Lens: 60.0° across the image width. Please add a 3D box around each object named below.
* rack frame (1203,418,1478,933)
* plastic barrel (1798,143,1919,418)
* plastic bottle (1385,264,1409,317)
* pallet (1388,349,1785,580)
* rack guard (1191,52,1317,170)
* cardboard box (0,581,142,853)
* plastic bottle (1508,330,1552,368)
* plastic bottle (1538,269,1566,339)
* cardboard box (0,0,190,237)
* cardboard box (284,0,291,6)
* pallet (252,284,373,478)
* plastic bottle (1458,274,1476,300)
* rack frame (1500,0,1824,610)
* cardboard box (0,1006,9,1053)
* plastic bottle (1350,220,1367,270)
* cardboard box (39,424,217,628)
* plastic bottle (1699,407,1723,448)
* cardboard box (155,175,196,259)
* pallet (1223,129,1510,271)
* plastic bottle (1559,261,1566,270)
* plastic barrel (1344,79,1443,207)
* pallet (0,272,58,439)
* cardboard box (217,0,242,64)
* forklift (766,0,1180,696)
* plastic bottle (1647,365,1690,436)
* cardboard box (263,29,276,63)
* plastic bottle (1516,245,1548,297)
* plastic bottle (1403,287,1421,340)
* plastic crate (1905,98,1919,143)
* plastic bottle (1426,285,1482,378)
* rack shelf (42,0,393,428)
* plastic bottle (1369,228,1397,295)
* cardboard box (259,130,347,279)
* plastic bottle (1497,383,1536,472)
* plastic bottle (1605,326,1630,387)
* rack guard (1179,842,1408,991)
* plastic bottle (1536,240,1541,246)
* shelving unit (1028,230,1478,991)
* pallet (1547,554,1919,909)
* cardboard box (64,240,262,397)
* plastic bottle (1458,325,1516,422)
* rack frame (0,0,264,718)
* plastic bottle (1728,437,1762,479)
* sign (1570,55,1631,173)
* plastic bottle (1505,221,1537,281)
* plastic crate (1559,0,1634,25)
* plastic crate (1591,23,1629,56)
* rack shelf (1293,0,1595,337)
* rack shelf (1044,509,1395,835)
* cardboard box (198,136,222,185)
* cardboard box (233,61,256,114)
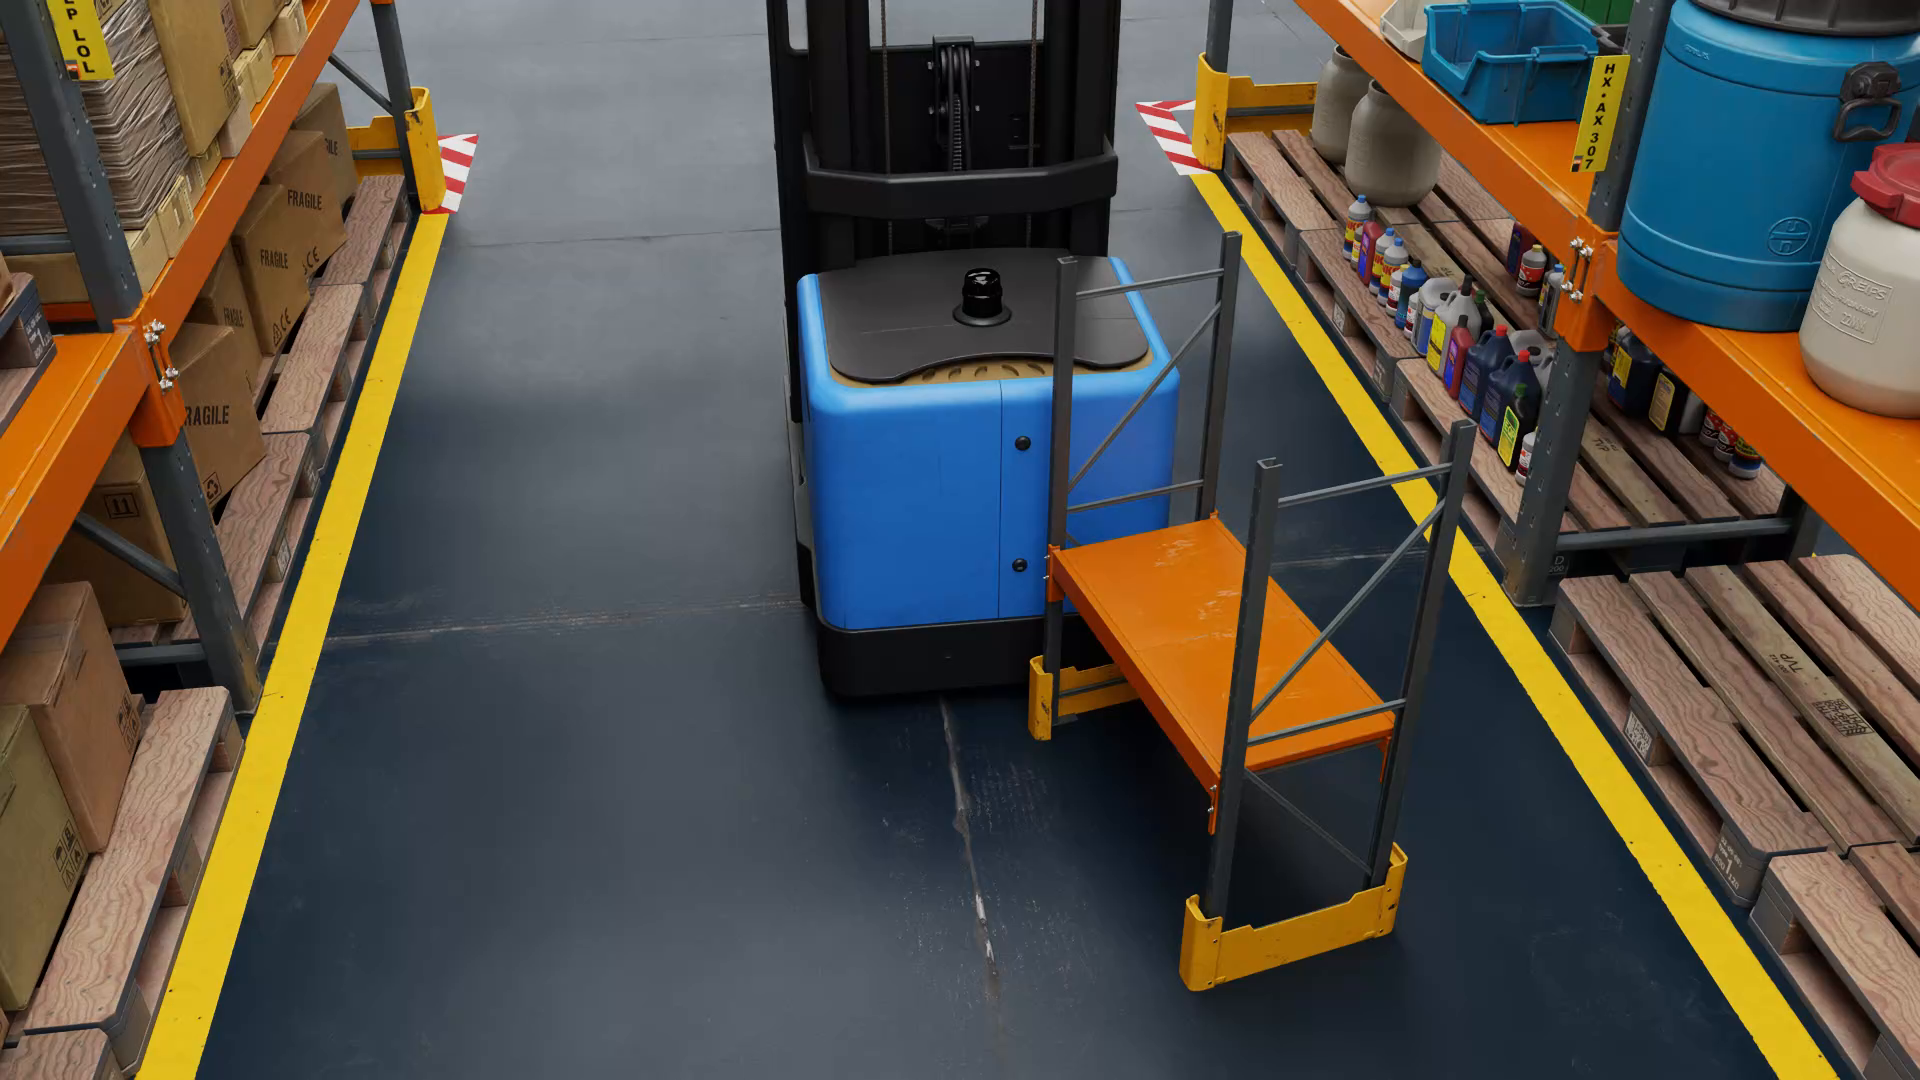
[{"bbox_3d":[0.831,0.422,3.799,0.500,1.500,0.032,-12,36,-17],"label":"rack frame"},{"bbox_3d":[2.207,-0.589,3.830,0.433,0.535,0.433,0,34,0],"label":"plastic barrel"},{"bbox_3d":[1.766,-1.003,6.653,0.097,0.201,0.097,0,34,0],"label":"plastic bottle"},{"bbox_3d":[2.247,-0.309,6.016,1.003,0.211,1.213,-4,35,-6],"label":"pallet"},{"bbox_3d":[1.815,-2.244,8.598,1.175,0.500,0.348,-4,35,-6],"label":"rack guard"},{"bbox_3d":[-2.551,0.487,4.200,0.700,0.500,0.500,-7,35,-10],"label":"cardboard box"},{"bbox_3d":[2.042,-0.609,6.009,0.152,0.276,0.135,-4,35,-6],"label":"plastic bottle"},{"bbox_3d":[2.373,-0.939,6.492,0.152,0.276,0.135,-4,35,-6],"label":"plastic bottle"},{"bbox_3d":[-2.611,-1.128,4.389,0.875,0.500,0.500,-4,35,-6],"label":"cardboard box"},{"bbox_3d":[-2.892,-2.243,6.025,0.875,0.500,0.500,-4,35,-6],"label":"cardboard box"},{"bbox_3d":[-2.905,-0.610,6.458,1.003,0.211,1.213,-4,35,-6],"label":"pallet"},{"bbox_3d":[1.942,-0.867,6.380,0.061,0.283,0.133,-4,35,-6],"label":"plastic bottle"},{"bbox_3d":[2.296,-1.083,4.676,1.000,3.000,0.127,-4,35,-6],"label":"rack frame"},{"bbox_3d":[-2.429,1.067,3.350,0.700,0.500,0.500,-7,35,-10],"label":"cardboard box"},{"bbox_3d":[1.707,-1.248,7.012,0.097,0.201,0.097,0,34,0],"label":"plastic bottle"},{"bbox_3d":[-2.626,-0.075,5.043,0.500,0.500,0.500,-5,35,-8],"label":"cardboard box"},{"bbox_3d":[2.660,-0.433,5.816,0.097,0.201,0.097,0,34,0],"label":"plastic bottle"},{"bbox_3d":[-2.363,-0.888,4.612,0.380,0.149,0.250,-4,35,-6],"label":"cardboard box"},{"bbox_3d":[1.919,-1.671,8.014,1.003,0.211,1.213,-4,35,-6],"label":"pallet"},{"bbox_3d":[2.491,-1.099,6.660,0.144,0.351,0.185,-3,34,-4],"label":"plastic bottle"},{"bbox_3d":[1.990,-1.820,7.593,0.421,0.512,0.421,0,34,0],"label":"plastic barrel"},{"bbox_3d":[-2.653,-0.191,3.538,1.003,0.211,1.213,-4,35,-6],"label":"pallet"},{"bbox_3d":[-2.810,-1.681,5.201,0.875,0.500,0.500,-4,35,-6],"label":"cardboard box"},{"bbox_3d":[-0.081,-1.563,5.441,1.130,2.935,3.031,-4,34,-6],"label":"forklift"},{"bbox_3d":[2.512,-0.524,5.876,0.061,0.283,0.133,-4,35,-6],"label":"plastic bottle"},{"bbox_3d":[-2.636,-1.719,5.832,0.380,0.149,0.250,-4,35,-6],"label":"cardboard box"},{"bbox_3d":[2.344,-1.109,6.808,0.097,0.201,0.097,0,34,0],"label":"plastic bottle"},{"bbox_3d":[1.794,-0.888,6.484,0.097,0.201,0.097,0,34,0],"label":"plastic bottle"},{"bbox_3d":[2.664,-0.863,4.295,0.402,0.464,0.583,-4,35,-6],"label":"plastic crate"},{"bbox_3d":[1.855,-0.795,6.215,0.144,0.351,0.185,-5,35,-7],"label":"plastic bottle"},{"bbox_3d":[-2.881,-1.527,5.966,1.077,0.370,4.000,-4,35,-6],"label":"rack shelf"},{"bbox_3d":[1.739,-1.143,6.796,0.097,0.271,0.097,0,34,0],"label":"plastic bottle"},{"bbox_3d":[-2.968,-1.400,6.988,0.500,0.500,0.500,4,35,6],"label":"cardboard box"},{"bbox_3d":[1.905,-0.386,5.674,0.061,0.283,0.133,-3,34,-4],"label":"plastic bottle"},{"bbox_3d":[2.460,-0.691,6.133,0.097,0.271,0.097,0,34,0],"label":"plastic bottle"},{"bbox_3d":[0.831,0.938,4.152,0.587,0.250,0.087,-12,36,-17],"label":"rack guard"},{"bbox_3d":[2.446,-1.237,6.930,0.152,0.276,0.135,-4,34,-6],"label":"plastic bottle"},{"bbox_3d":[0.659,0.158,4.186,0.587,1.500,1.083,-12,36,-17],"label":"shelving unit"},{"bbox_3d":[2.440,0.504,4.823,1.003,0.211,1.213,-4,35,-6],"label":"pallet"},{"bbox_3d":[-2.872,-0.735,6.011,0.500,0.500,0.500,-7,35,-11],"label":"cardboard box"},{"bbox_3d":[1.898,-0.615,5.951,0.144,0.351,0.185,-6,35,-9],"label":"plastic bottle"},{"bbox_3d":[-2.612,-0.708,4.126,1.000,3.000,0.127,-4,35,-6],"label":"rack frame"},{"bbox_3d":[2.688,-0.349,5.630,0.097,0.271,0.097,0,34,0],"label":"plastic bottle"},{"bbox_3d":[1.750,-1.162,4.546,0.100,0.325,0.005,-4,35,-6],"label":"sign"},{"bbox_3d":[2.341,-1.232,6.916,0.061,0.283,0.133,-4,35,-6],"label":"plastic bottle"},{"bbox_3d":[2.393,-1.775,5.879,0.450,0.188,0.662,-4,35,-6],"label":"plastic crate"},{"bbox_3d":[2.352,-1.359,5.136,0.767,0.338,0.504,-4,35,-6],"label":"plastic crate"},{"bbox_3d":[2.027,-1.902,6.516,1.077,0.370,4.000,-4,35,-6],"label":"rack shelf"},{"bbox_3d":[0.655,0.302,4.295,0.538,0.185,1.000,-12,36,-17],"label":"rack shelf"},{"bbox_3d":[-2.467,-1.164,5.017,0.380,0.149,0.250,-4,35,-6],"label":"cardboard box"},{"bbox_3d":[-2.535,-1.443,5.427,0.380,0.149,0.250,-4,35,-6],"label":"cardboard box"}]
